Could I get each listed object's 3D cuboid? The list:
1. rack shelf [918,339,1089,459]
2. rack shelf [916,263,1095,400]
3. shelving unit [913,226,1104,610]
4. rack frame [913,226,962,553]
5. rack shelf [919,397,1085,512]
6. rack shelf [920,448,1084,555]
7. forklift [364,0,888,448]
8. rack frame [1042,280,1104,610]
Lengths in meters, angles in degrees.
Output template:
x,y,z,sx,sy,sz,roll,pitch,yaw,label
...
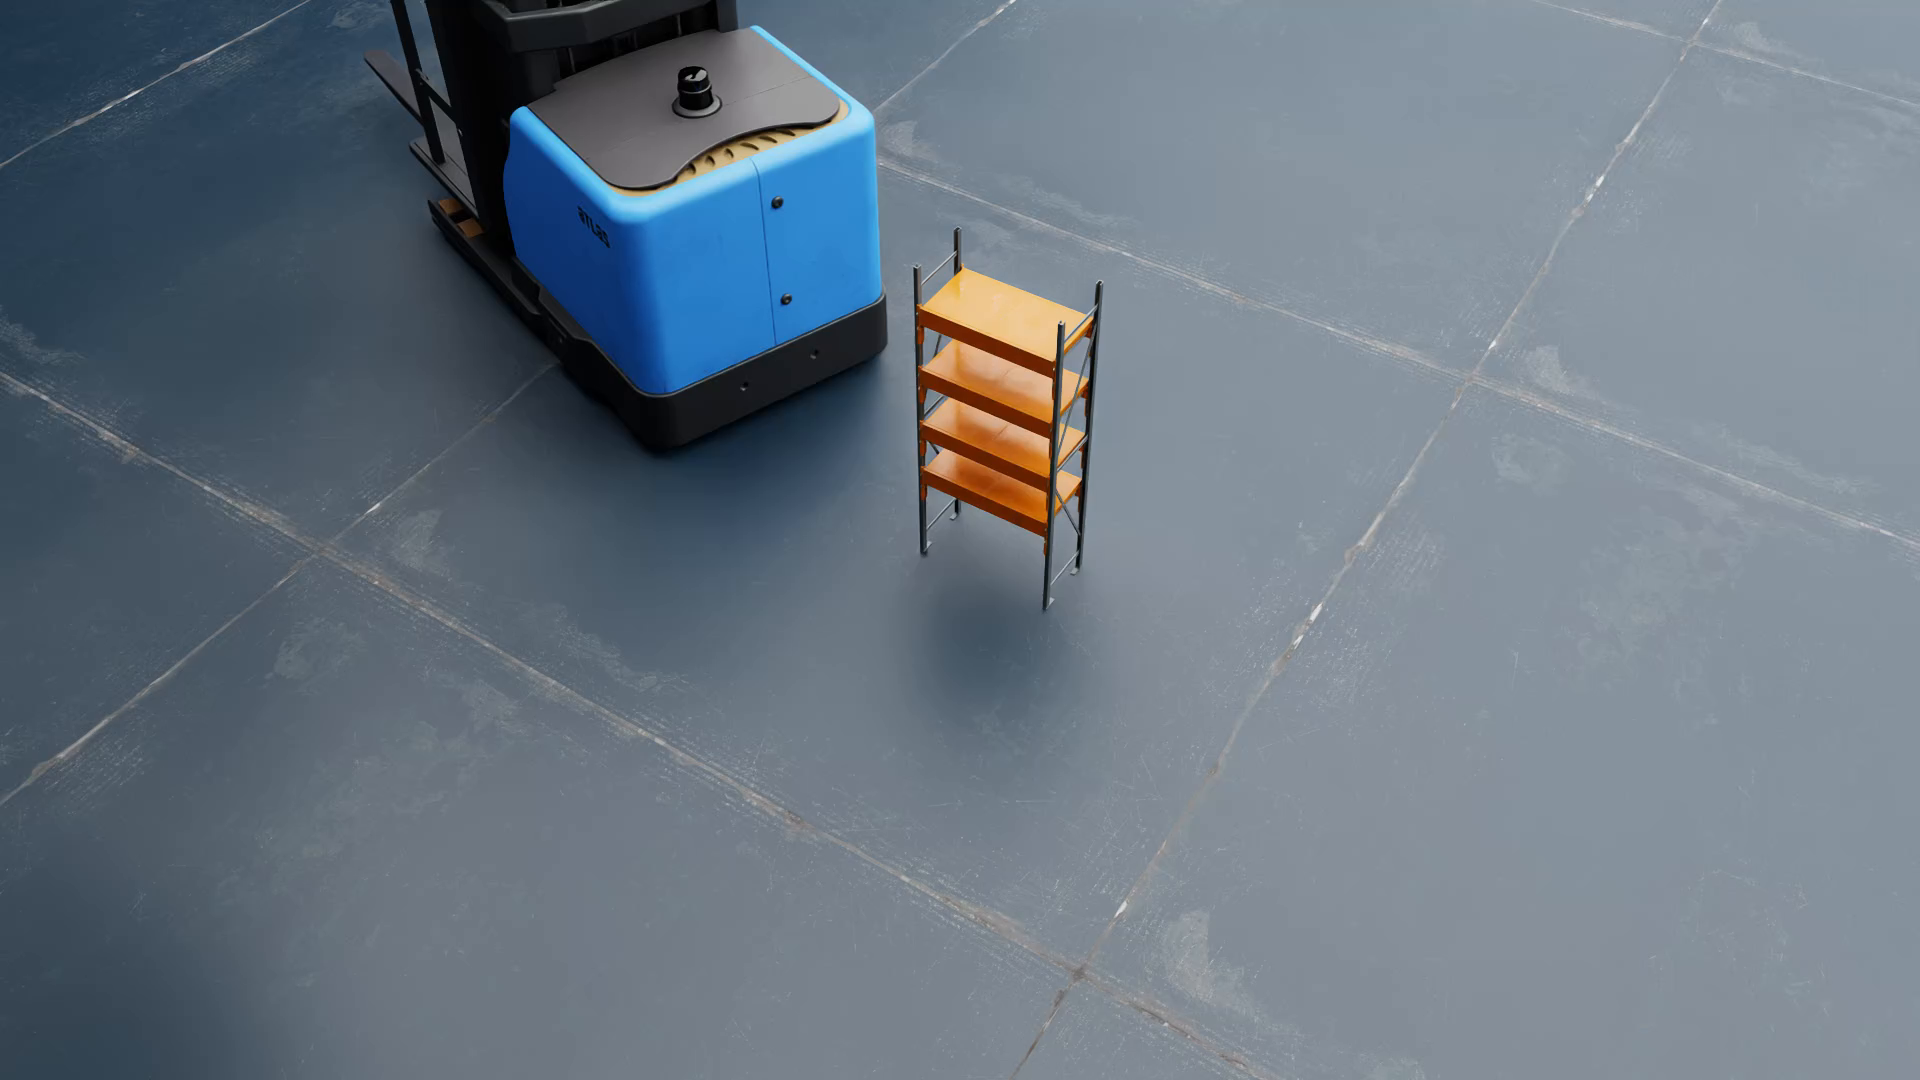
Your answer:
x,y,z,sx,sy,sz,roll,pitch,yaw,label
0.139,-0.463,5.145,0.480,0.148,0.258,25,51,22,rack shelf
0.139,-0.628,4.976,0.480,0.148,0.258,25,51,22,rack shelf
0.139,-0.354,5.257,0.503,1.200,0.258,25,51,22,shelving unit
-0.066,-0.449,5.349,0.015,1.200,0.240,25,51,22,rack frame
0.139,-0.307,5.306,0.480,0.148,0.258,25,51,22,rack shelf
0.139,-0.169,5.448,0.480,0.148,0.258,25,51,22,rack shelf
-1.558,-2.368,6.007,1.130,2.935,3.031,-28,52,-25,forklift
0.345,-0.260,5.166,0.015,1.200,0.240,25,51,22,rack frame
